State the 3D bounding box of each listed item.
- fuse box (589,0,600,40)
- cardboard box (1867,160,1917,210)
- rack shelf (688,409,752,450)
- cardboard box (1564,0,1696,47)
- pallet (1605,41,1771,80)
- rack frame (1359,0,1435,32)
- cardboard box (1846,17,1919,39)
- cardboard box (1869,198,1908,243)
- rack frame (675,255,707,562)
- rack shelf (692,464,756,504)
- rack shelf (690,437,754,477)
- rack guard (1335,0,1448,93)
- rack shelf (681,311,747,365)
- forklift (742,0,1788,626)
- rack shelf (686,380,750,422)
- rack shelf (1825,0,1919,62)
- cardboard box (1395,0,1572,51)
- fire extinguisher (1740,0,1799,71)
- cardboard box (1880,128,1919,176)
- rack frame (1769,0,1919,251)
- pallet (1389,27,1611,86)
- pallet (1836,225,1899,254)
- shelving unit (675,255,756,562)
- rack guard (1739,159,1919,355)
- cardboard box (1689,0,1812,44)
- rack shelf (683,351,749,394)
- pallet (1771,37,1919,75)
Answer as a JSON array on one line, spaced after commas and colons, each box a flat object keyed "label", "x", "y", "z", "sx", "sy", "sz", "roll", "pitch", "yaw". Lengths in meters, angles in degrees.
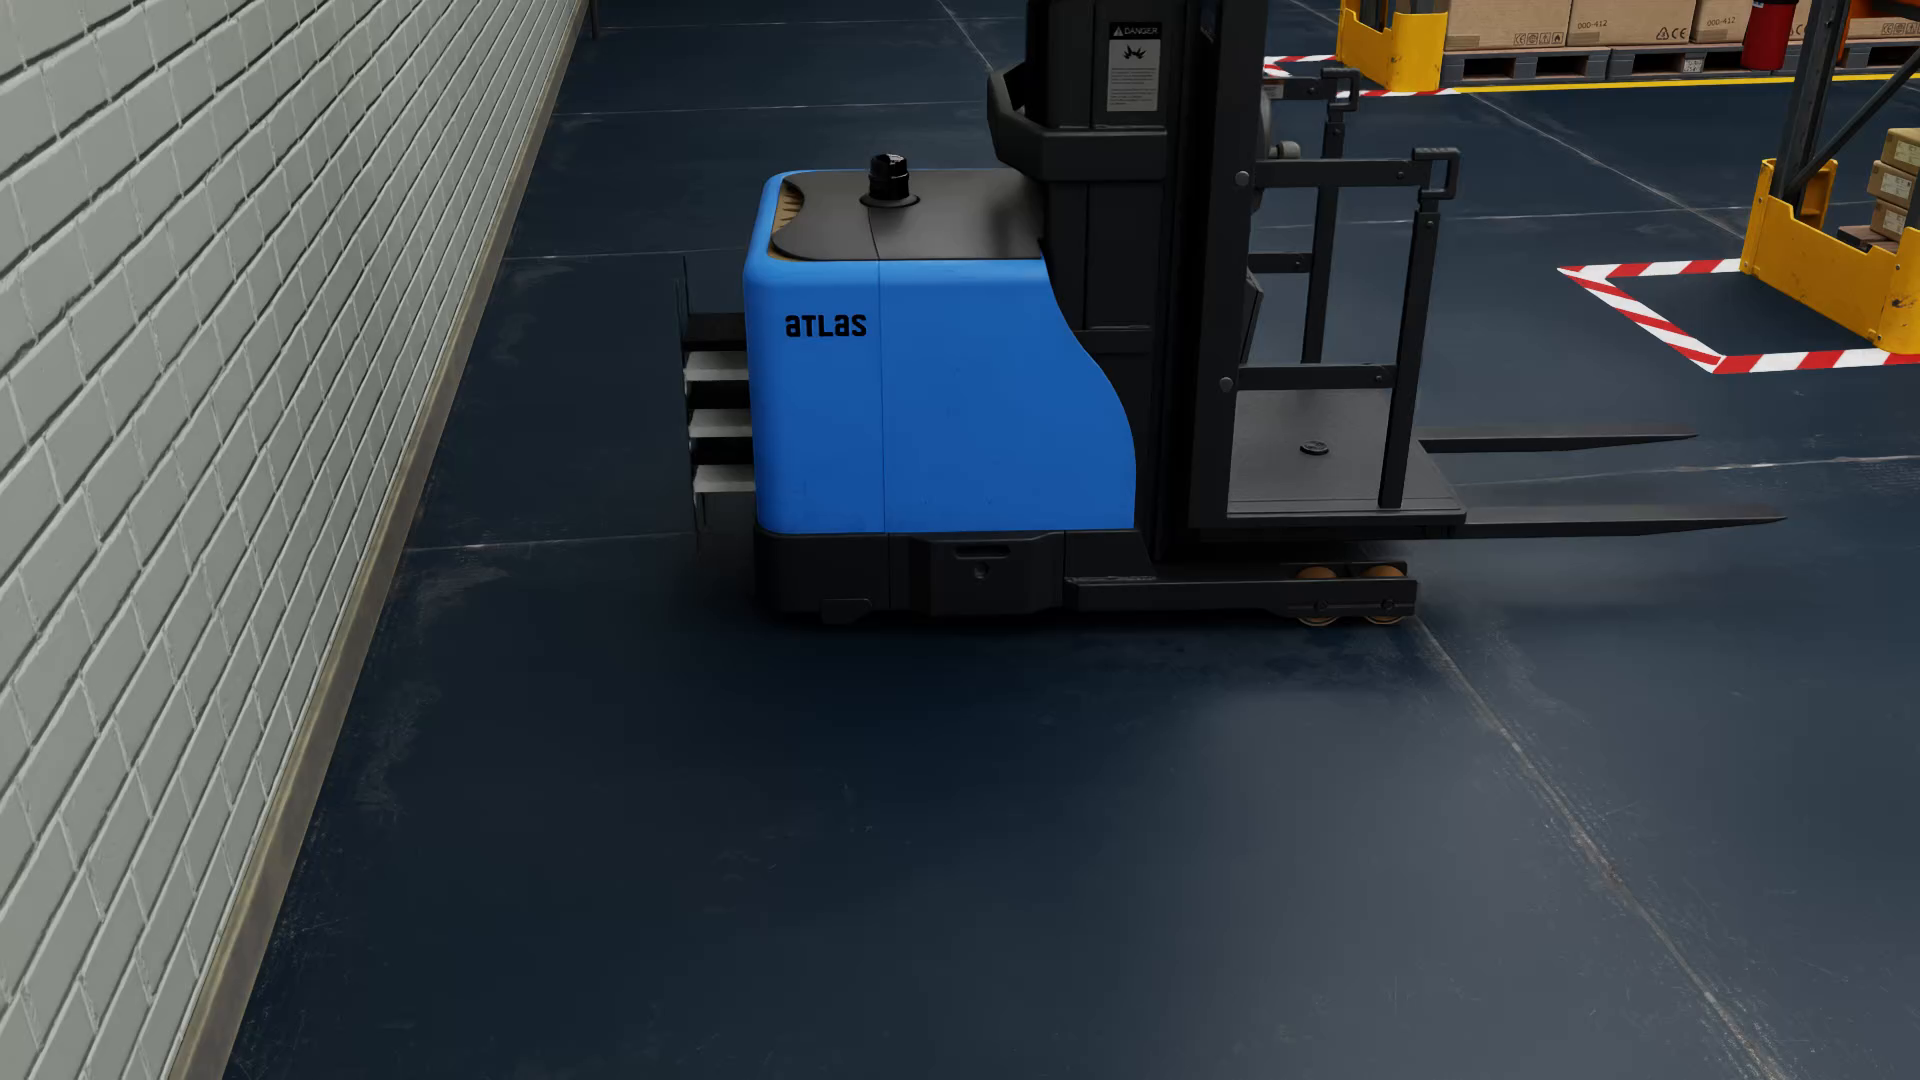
[{"label": "fuse box", "x": -2.751, "y": -4.595, "z": 12.331, "sx": 0.414, "sy": 1.711, "sz": 0.539, "roll": -4, "pitch": 27, "yaw": -7}, {"label": "cardboard box", "x": 4.250, "y": -1.560, "z": 7.342, "sx": 0.250, "sy": 0.149, "sz": 0.380, "roll": -4, "pitch": 27, "yaw": -8}, {"label": "rack shelf", "x": -0.708, "y": -0.360, "z": 5.039, "sx": 0.200, "sy": 0.077, "sz": 0.258, "roll": -1, "pitch": 27, "yaw": -2}, {"label": "cardboard box", "x": 4.523, "y": -3.774, "z": 11.667, "sx": 0.875, "sy": 0.438, "sz": 0.875, "roll": -3, "pitch": 27, "yaw": -6}, {"label": "pallet", "x": 4.964, "y": -3.500, "z": 11.840, "sx": 1.213, "sy": 0.211, "sz": 1.003, "roll": -4, "pitch": 27, "yaw": -7}, {"label": "rack frame", "x": 2.978, "y": -4.578, "z": 10.887, "sx": 0.127, "sy": 3.000, "sz": 1.000, "roll": -4, "pitch": 27, "yaw": -7}, {"label": "cardboard box", "x": 6.302, "y": -3.888, "z": 11.889, "sx": 0.875, "sy": 0.438, "sz": 0.875, "roll": -4, "pitch": 27, "yaw": -8}, {"label": "cardboard box", "x": 4.260, "y": -1.393, "z": 7.342, "sx": 0.250, "sy": 0.149, "sz": 0.380, "roll": -3, "pitch": 27, "yaw": -6}, {"label": "rack frame", "x": -0.810, "y": -0.388, "z": 5.020, "sx": 0.006, "sy": 0.900, "sz": 0.240, "roll": -1, "pitch": 27, "yaw": -2}, {"label": "rack shelf", "x": -0.708, "y": -0.200, "z": 5.121, "sx": 0.200, "sy": 0.077, "sz": 0.258, "roll": -1, "pitch": 27, "yaw": -2}, {"label": "rack shelf", "x": -0.708, "y": -0.280, "z": 5.080, "sx": 0.200, "sy": 0.077, "sz": 0.258, "roll": -1, "pitch": 27, "yaw": -2}, {"label": "rack guard", "x": 2.954, "y": -3.465, "z": 11.455, "sx": 0.348, "sy": 0.500, "sz": 1.175, "roll": -4, "pitch": 27, "yaw": -7}, {"label": "rack shelf", "x": -0.708, "y": -0.600, "z": 4.916, "sx": 0.200, "sy": 0.077, "sz": 0.258, "roll": -1, "pitch": 27, "yaw": -2}, {"label": "forklift", "x": 0.916, "y": -1.299, "z": 4.571, "sx": 3.031, "sy": 2.935, "sz": 1.130, "roll": -1, "pitch": 27, "yaw": -2}, {"label": "rack shelf", "x": -0.708, "y": -0.440, "z": 4.998, "sx": 0.200, "sy": 0.077, "sz": 0.258, "roll": -1, "pitch": 27, "yaw": -2}, {"label": "rack shelf", "x": 5.748, "y": -2.154, "z": 6.951, "sx": 4.000, "sy": 0.370, "sz": 1.077, "roll": -4, "pitch": 27, "yaw": -7}, {"label": "cardboard box", "x": 3.618, "y": -3.712, "z": 11.546, "sx": 0.875, "sy": 0.438, "sz": 0.875, "roll": -5, "pitch": 28, "yaw": -9}, {"label": "fire extinguisher", "x": 3.454, "y": -2.339, "z": 7.017, "sx": 0.183, "sy": 0.674, "sz": 0.296, "roll": -4, "pitch": 27, "yaw": -7}, {"label": "cardboard box", "x": 4.257, "y": -1.678, "z": 7.247, "sx": 0.250, "sy": 0.149, "sz": 0.380, "roll": -3, "pitch": 27, "yaw": -7}, {"label": "rack frame", "x": 3.768, "y": -2.347, "z": 6.539, "sx": 0.127, "sy": 3.000, "sz": 1.000, "roll": -4, "pitch": 27, "yaw": -7}, {"label": "pallet", "x": 3.759, "y": -3.424, "z": 11.692, "sx": 1.213, "sy": 0.211, "sz": 1.003, "roll": -4, "pitch": 27, "yaw": -7}, {"label": "pallet", "x": 4.652, "y": -1.147, "z": 7.254, "sx": 1.213, "sy": 0.211, "sz": 1.003, "roll": -4, "pitch": 27, "yaw": -7}, {"label": "shelving unit", "x": -0.708, "y": -0.390, "z": 5.024, "sx": 0.210, "sy": 0.900, "sz": 0.258, "roll": -1, "pitch": 27, "yaw": -2}, {"label": "rack guard", "x": 3.843, "y": -1.240, "z": 7.119, "sx": 0.348, "sy": 0.500, "sz": 1.175, "roll": -4, "pitch": 27, "yaw": -7}, {"label": "cardboard box", "x": 5.416, "y": -3.831, "z": 11.777, "sx": 0.875, "sy": 0.438, "sz": 0.875, "roll": -4, "pitch": 27, "yaw": -9}, {"label": "rack shelf", "x": -0.708, "y": -0.520, "z": 4.957, "sx": 0.200, "sy": 0.077, "sz": 0.258, "roll": -1, "pitch": 27, "yaw": -2}, {"label": "pallet", "x": 6.175, "y": -3.579, "z": 11.994, "sx": 1.213, "sy": 0.211, "sz": 1.003, "roll": -4, "pitch": 27, "yaw": -7}]
